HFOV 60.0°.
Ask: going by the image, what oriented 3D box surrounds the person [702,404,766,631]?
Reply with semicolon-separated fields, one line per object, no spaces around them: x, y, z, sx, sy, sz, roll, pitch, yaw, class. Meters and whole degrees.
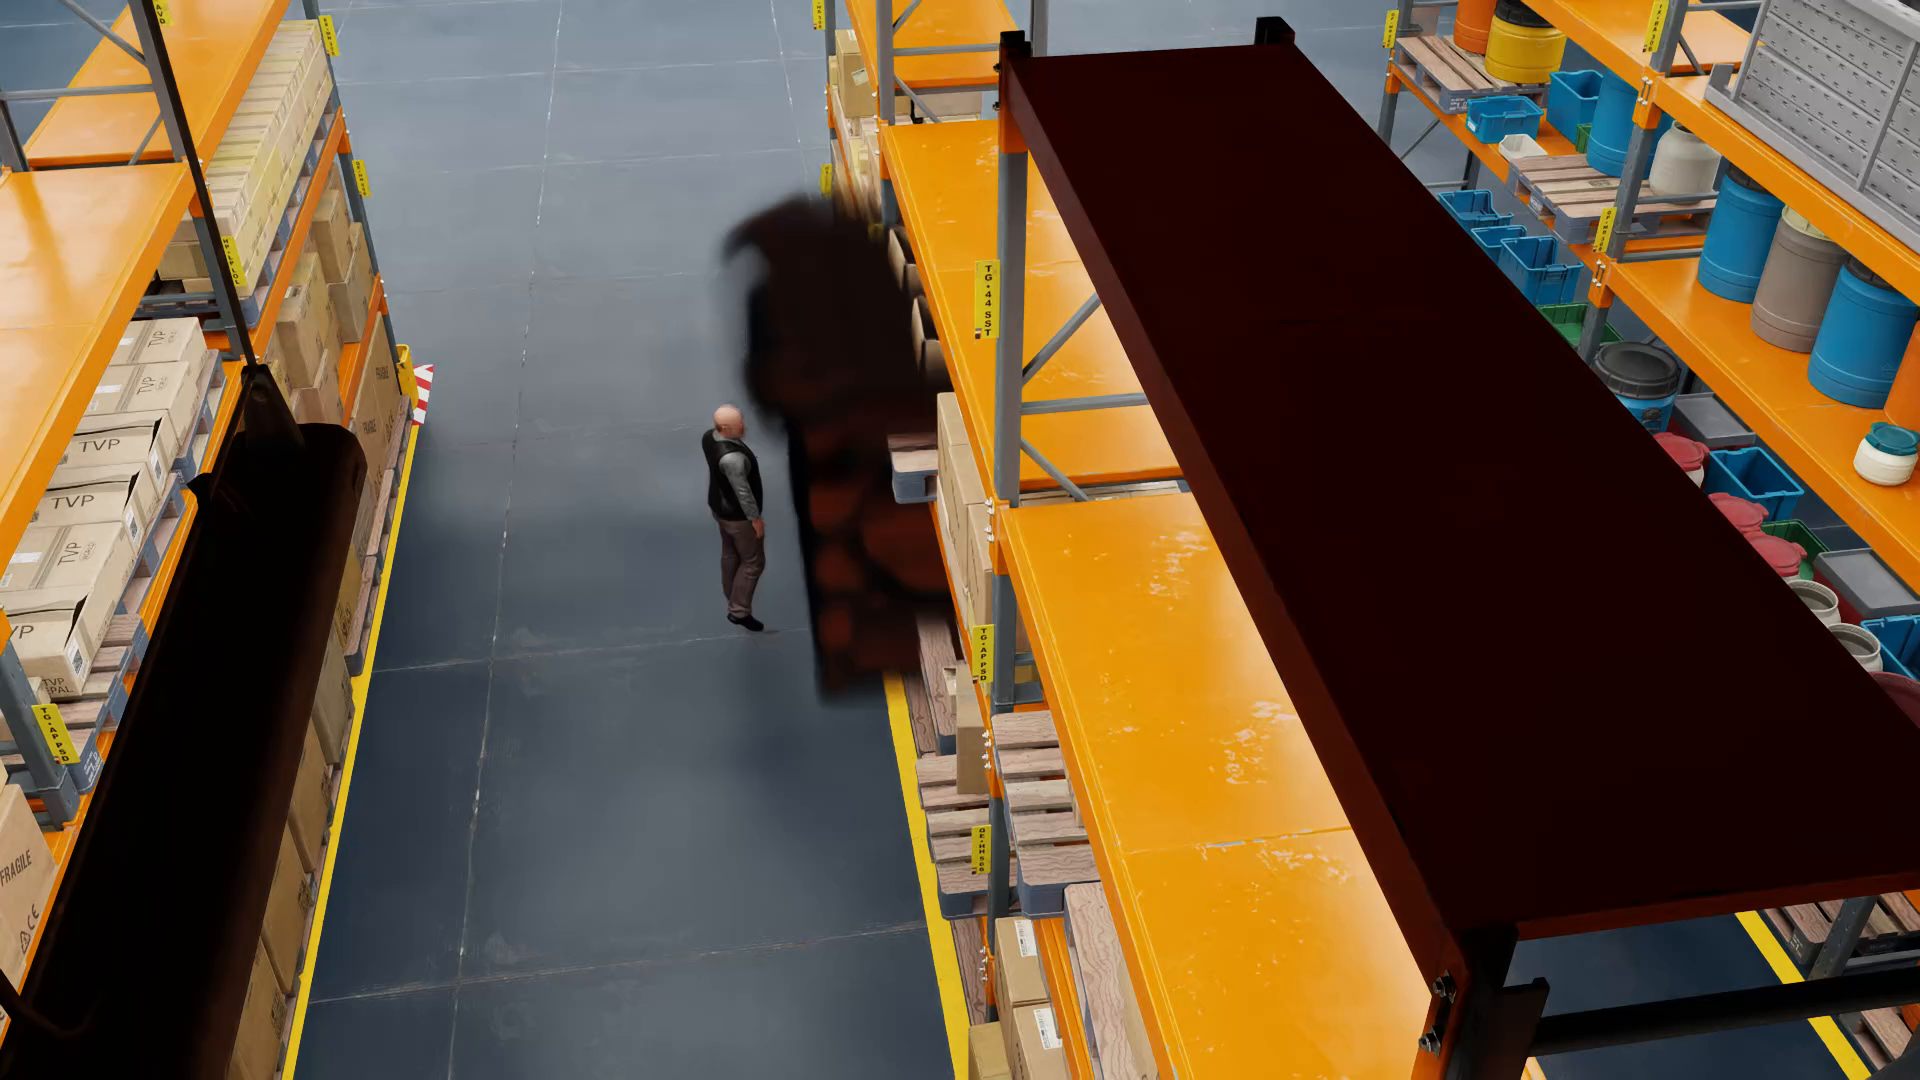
-1.590;-0.137;11.801;0.398;1.707;0.541;-19;40;-24;person
